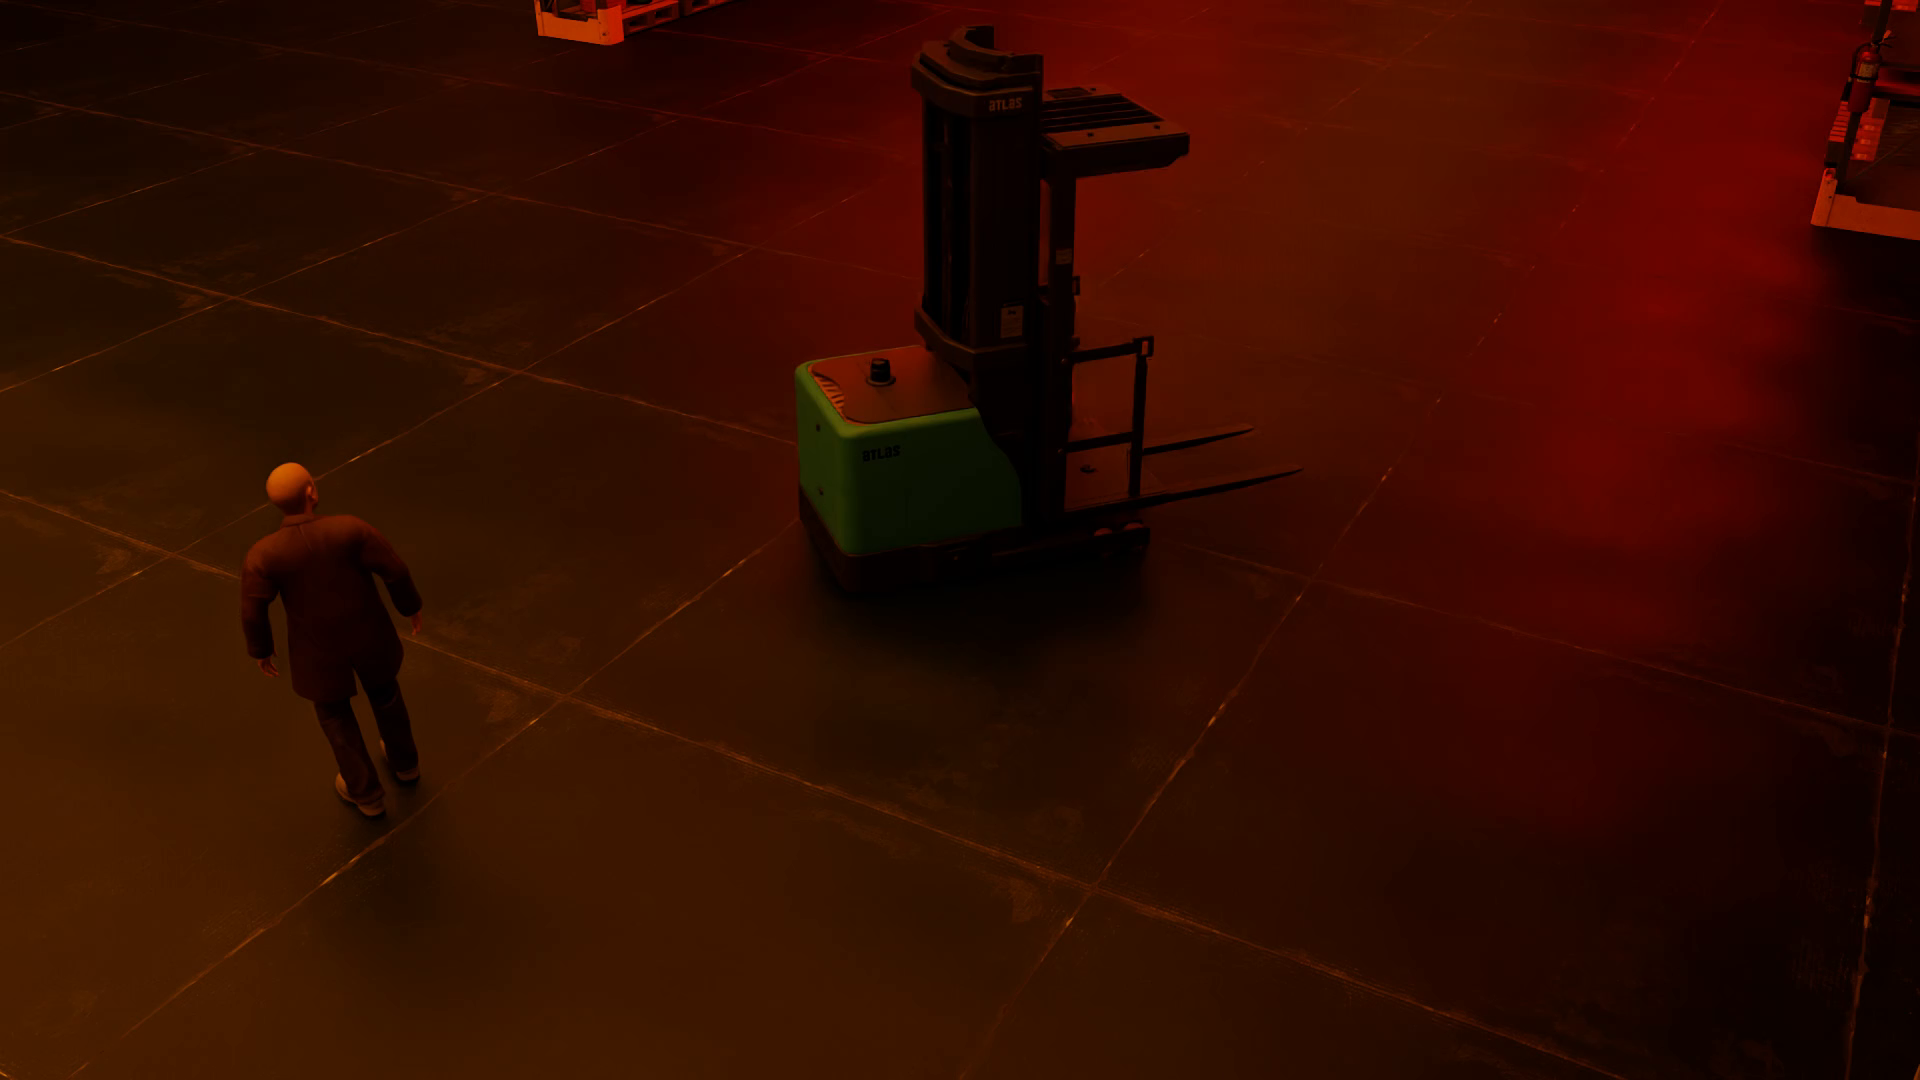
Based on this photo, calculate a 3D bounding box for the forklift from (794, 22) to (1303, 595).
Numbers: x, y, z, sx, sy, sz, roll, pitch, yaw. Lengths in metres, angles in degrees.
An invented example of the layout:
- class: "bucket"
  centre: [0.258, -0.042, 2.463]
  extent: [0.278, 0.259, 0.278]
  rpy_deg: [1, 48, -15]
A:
- class: "forklift"
  centre: [0.596, -1.407, 9.509]
  extent: [3.031, 2.935, 1.130]
  rpy_deg: [-11, 32, -18]

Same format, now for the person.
- class: "person"
  centre: [-2.831, 0.406, 7.526]
  extent: [0.761, 1.775, 0.562]
  rpy_deg: [-17, 34, -27]
